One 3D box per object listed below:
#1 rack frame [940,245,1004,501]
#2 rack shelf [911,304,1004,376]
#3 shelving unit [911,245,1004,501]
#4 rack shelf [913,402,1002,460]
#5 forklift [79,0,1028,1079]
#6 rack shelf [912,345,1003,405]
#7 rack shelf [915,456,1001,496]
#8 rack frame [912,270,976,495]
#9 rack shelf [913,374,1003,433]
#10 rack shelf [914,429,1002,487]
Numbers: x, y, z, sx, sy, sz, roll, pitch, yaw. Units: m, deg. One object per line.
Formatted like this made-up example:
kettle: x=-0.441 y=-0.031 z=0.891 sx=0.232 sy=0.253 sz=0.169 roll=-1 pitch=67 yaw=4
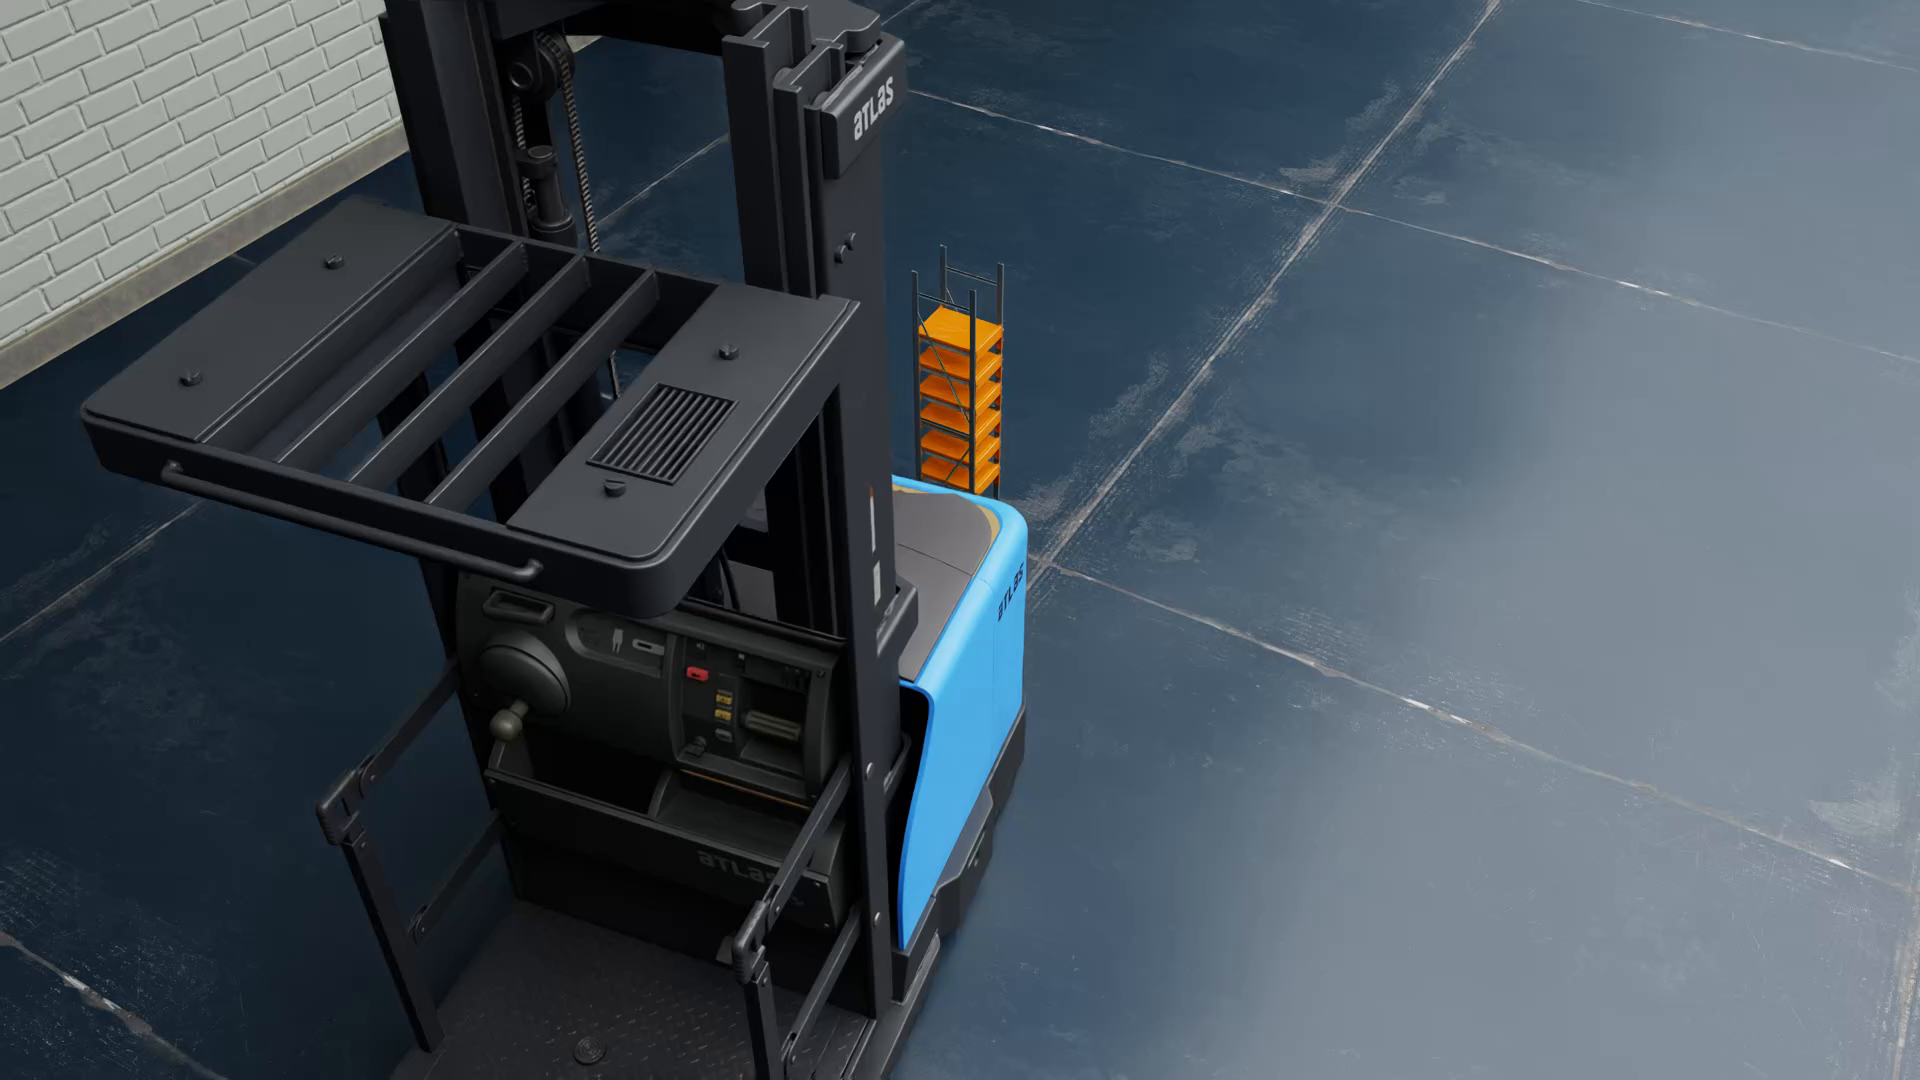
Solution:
rack frame: x=0.039 y=-0.494 z=5.904 sx=0.240 sy=1.200 sz=0.006 roll=21 pitch=45 yaw=22
rack shelf: x=-0.007 y=-0.679 z=5.636 sx=0.258 sy=0.103 sz=0.180 roll=21 pitch=45 yaw=22
shelving unit: x=-0.007 y=-0.442 z=5.844 sx=0.258 sy=1.200 sz=0.189 roll=21 pitch=45 yaw=22
rack shelf: x=-0.007 y=-0.409 z=5.873 sx=0.258 sy=0.103 sz=0.180 roll=21 pitch=45 yaw=22
forklift: x=-0.791 y=0.407 z=3.570 sx=1.130 sy=2.935 sz=3.031 roll=14 pitch=43 yaw=15
rack shelf: x=-0.007 y=-0.589 z=5.715 sx=0.258 sy=0.103 sz=0.180 roll=21 pitch=45 yaw=22
rack shelf: x=-0.007 y=-0.229 z=6.032 sx=0.258 sy=0.103 sz=0.180 roll=21 pitch=45 yaw=22
rack frame: x=-0.053 y=-0.390 z=5.785 sx=0.240 sy=1.200 sz=0.006 roll=21 pitch=45 yaw=22
rack shelf: x=-0.007 y=-0.499 z=5.794 sx=0.258 sy=0.103 sz=0.180 roll=21 pitch=45 yaw=22
rack shelf: x=-0.007 y=-0.319 z=5.953 sx=0.258 sy=0.103 sz=0.180 roll=21 pitch=45 yaw=22
